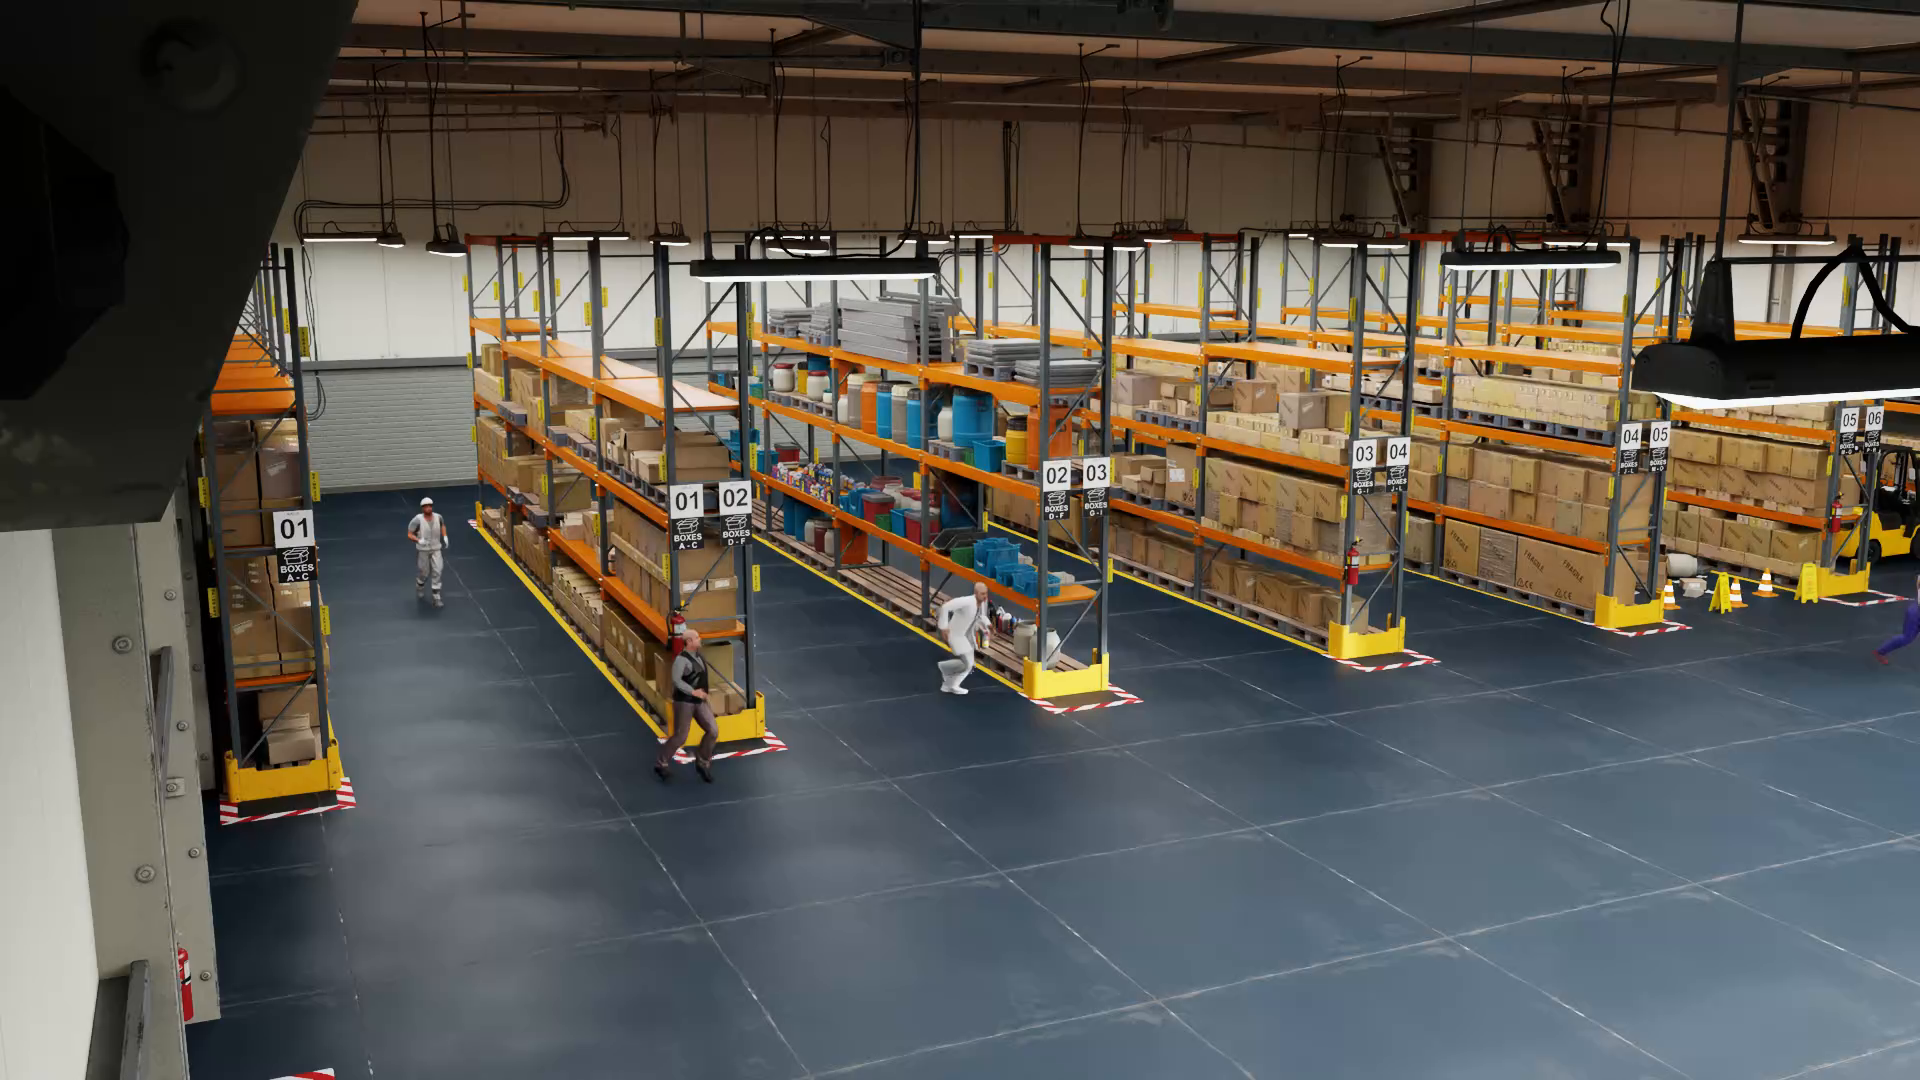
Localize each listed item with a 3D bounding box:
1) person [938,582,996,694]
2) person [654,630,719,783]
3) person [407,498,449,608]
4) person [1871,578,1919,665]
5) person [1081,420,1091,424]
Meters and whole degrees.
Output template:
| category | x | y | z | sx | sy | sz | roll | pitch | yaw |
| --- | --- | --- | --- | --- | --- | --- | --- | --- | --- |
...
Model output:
| category | x | y | z | sx | sy | sz | roll | pitch | yaw |
| --- | --- | --- | --- | --- | --- | --- | --- | --- | --- |
| person | 0.060 | 1.319 | 22.031 | 0.873 | 1.601 | 0.735 | 9 | 14 | 38 |
| person | -3.089 | 1.813 | 18.999 | 0.699 | 1.595 | 0.731 | 4 | 12 | 20 |
| person | -8.785 | 0.178 | 27.510 | 0.684 | 1.795 | 0.865 | -8 | 13 | -35 |
| person | 13.478 | 1.098 | 23.513 | 0.962 | 1.613 | 0.648 | 5 | 12 | 24 |
| person | 3.016 | -2.047 | 39.314 | 0.625 | 1.654 | 0.723 | -5 | 12 | -26 |
